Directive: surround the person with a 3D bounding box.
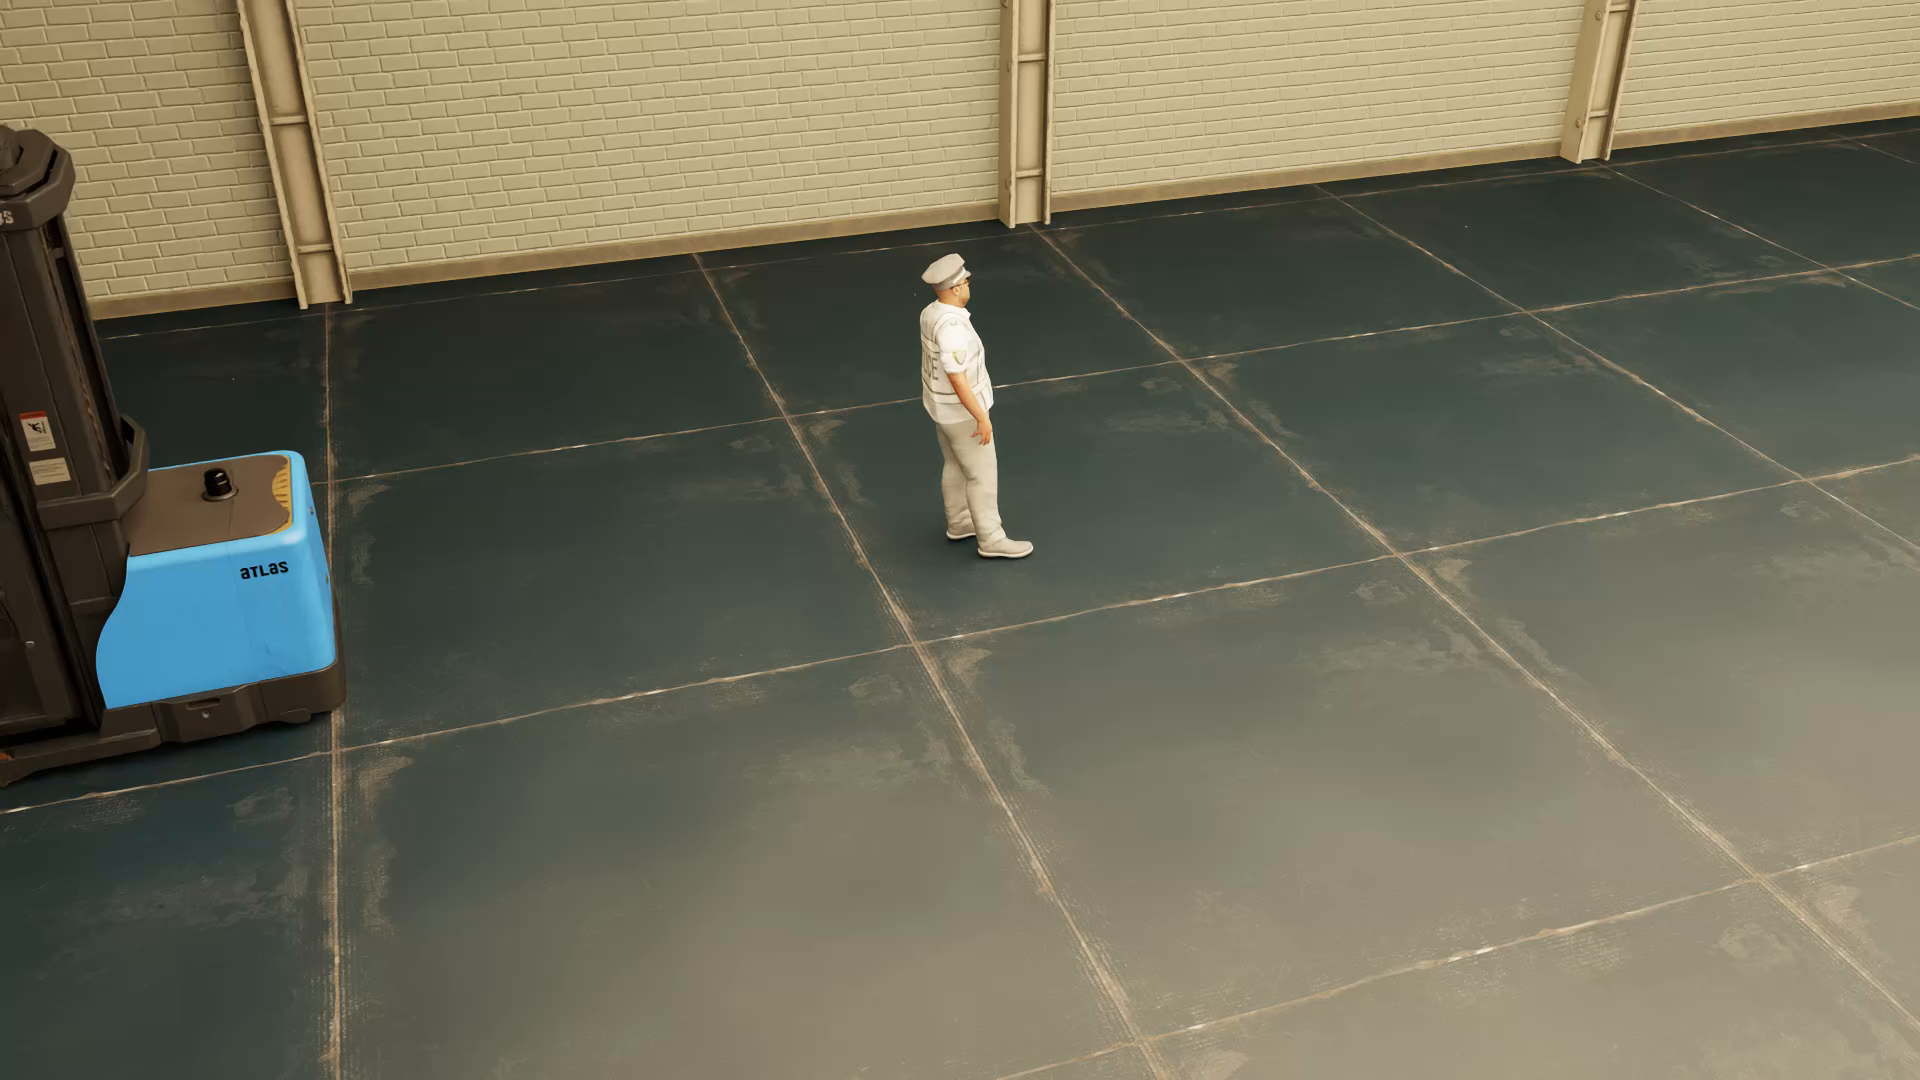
[{"bbox_3d":[0.077,-0.785,9.590,0.575,1.781,0.640,-10,31,-16],"label":"person"}]

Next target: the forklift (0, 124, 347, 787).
[{"bbox_3d":[-4.699,-0.348,7.692,3.031,2.935,1.130,-10,32,-17],"label":"forklift"}]
